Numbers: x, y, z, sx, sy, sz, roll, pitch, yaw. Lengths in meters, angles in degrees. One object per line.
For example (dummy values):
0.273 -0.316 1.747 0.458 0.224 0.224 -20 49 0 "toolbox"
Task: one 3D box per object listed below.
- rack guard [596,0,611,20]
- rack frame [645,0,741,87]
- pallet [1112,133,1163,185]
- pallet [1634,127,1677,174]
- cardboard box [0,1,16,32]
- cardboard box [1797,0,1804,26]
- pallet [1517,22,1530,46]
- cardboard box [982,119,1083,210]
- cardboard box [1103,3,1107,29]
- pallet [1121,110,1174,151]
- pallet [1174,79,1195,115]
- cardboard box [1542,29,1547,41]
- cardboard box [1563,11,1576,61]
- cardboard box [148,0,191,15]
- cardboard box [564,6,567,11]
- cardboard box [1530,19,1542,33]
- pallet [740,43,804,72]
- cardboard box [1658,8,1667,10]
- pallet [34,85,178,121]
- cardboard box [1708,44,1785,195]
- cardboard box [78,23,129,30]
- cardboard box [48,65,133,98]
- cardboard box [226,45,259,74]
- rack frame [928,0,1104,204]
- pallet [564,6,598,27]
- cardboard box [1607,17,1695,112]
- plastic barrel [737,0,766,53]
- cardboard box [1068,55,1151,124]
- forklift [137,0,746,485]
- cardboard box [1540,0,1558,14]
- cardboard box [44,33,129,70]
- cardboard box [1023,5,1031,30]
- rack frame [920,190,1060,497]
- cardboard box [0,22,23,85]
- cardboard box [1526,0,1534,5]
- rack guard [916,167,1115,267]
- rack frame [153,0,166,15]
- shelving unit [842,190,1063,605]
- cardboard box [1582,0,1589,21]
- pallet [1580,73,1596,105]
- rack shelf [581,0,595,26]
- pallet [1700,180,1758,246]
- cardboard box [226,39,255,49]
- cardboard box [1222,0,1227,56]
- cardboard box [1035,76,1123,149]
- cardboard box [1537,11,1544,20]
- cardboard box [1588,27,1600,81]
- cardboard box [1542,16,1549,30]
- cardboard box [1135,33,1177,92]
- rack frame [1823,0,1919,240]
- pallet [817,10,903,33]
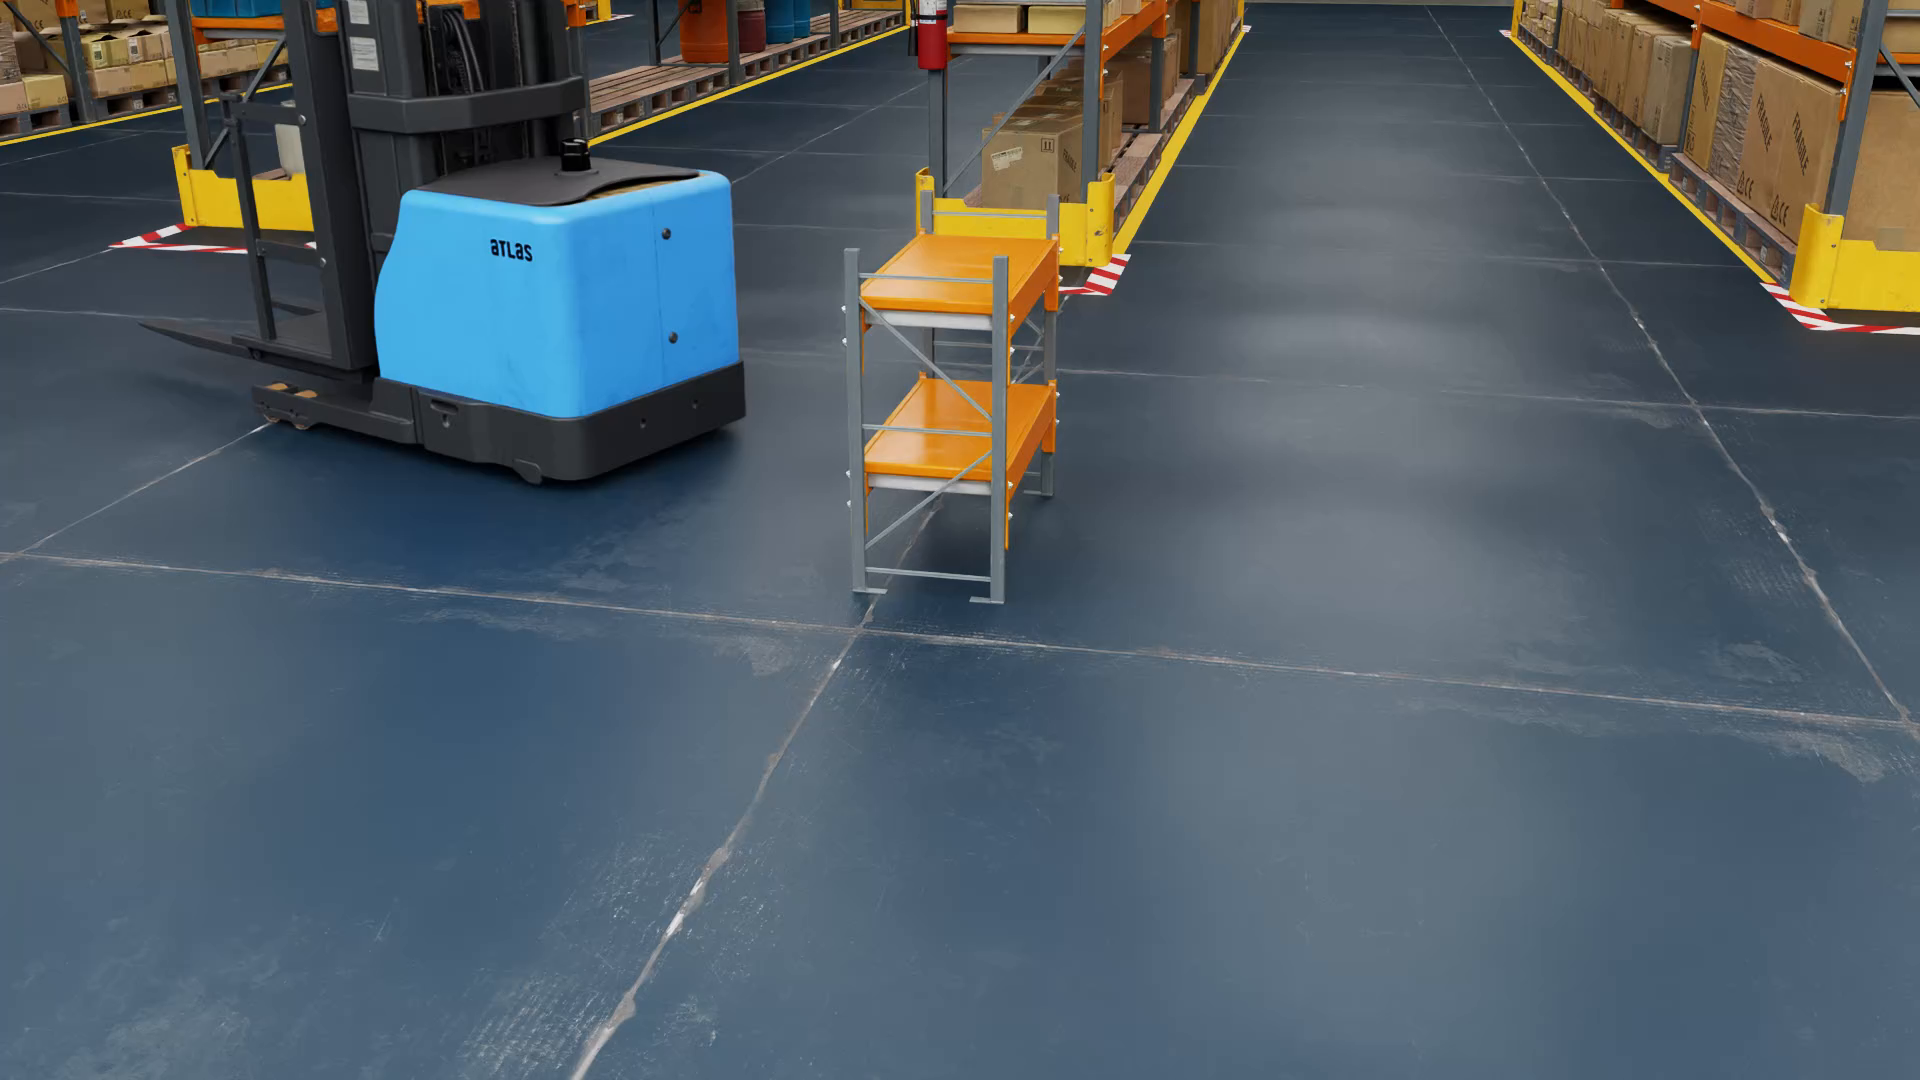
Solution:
-6.132 -8.508 26.310 1.175 0.500 0.348 4 22 11 "rack guard"
-2.901 -6.391 17.706 1.000 3.000 0.127 4 22 11 "rack frame"
1.029 -3.008 13.041 1.003 0.211 1.213 4 22 11 "pallet"
6.050 -3.130 13.342 1.003 0.211 1.213 4 22 11 "pallet"
-12.321 -6.602 20.547 0.750 0.750 0.750 4 22 10 "cardboard box"
5.510 -3.279 9.779 0.875 0.550 0.550 4 22 11 "cardboard box"
8.199 -6.908 22.724 1.003 0.211 1.213 4 22 11 "pallet"
0.459 -2.350 10.456 0.500 0.500 0.500 9 24 21 "cardboard box"
0.677 -3.147 9.988 0.380 0.149 0.250 4 22 11 "cardboard box"
1.289 -3.541 14.364 1.003 0.211 1.213 4 22 11 "pallet"
1.787 -4.434 16.580 1.003 0.211 1.213 4 22 11 "pallet"
7.471 -6.293 20.717 0.380 0.149 0.250 4 22 9 "cardboard box"
7.082 -5.652 18.657 0.500 0.500 0.500 5 23 13 "cardboard box"
-11.530 -7.910 24.262 0.700 0.500 0.500 5 22 12 "cardboard box"
-6.210 -8.061 24.946 0.500 0.250 0.500 4 22 11 "cardboard box"
7.724 -6.765 21.891 0.380 0.149 0.250 3 22 8 "cardboard box"
-2.530 -5.833 20.055 1.003 0.211 1.213 4 22 11 "pallet"
7.161 -5.215 16.567 0.500 0.250 0.500 3 22 8 "cardboard box"
-8.453 -4.286 16.212 1.003 0.211 1.213 4 22 11 "pallet"
5.590 -2.790 11.047 0.875 0.875 0.875 5 22 11 "cardboard box"
-8.559 -5.029 16.694 0.500 0.311 0.500 4 22 11 "cardboard box"
-8.241 -4.355 15.769 0.500 0.250 0.500 4 22 10 "cardboard box"
-7.825 -5.105 17.633 0.500 0.250 0.500 5 22 12 "cardboard box"
0.316 -3.087 9.504 1.000 3.000 0.127 4 22 11 "rack frame"
-6.294 -8.082 25.639 1.003 0.211 1.213 4 22 11 "pallet"
6.396 -4.213 14.749 1.050 0.750 0.750 5 22 12 "cardboard box"
-2.587 -6.060 19.551 0.600 0.588 0.708 4 22 11 "plastic barrel"
1.278 -3.818 14.075 0.700 0.500 0.500 3 22 7 "cardboard box"
-2.410 -1.971 6.825 3.031 2.935 1.130 14 26 30 "forklift"
7.568 -6.742 21.037 0.380 0.149 0.250 3 22 8 "cardboard box"
-8.237 -4.618 15.673 0.500 0.311 0.500 5 22 11 "cardboard box"
0.223 -3.182 10.076 0.380 0.149 0.250 4 22 11 "cardboard box"
0.105 -0.710 6.111 0.500 1.125 0.032 4 22 11 "rack frame"
-8.559 -4.206 14.395 0.500 0.500 0.500 4 22 11 "cardboard box"
7.861 -7.314 22.456 0.380 0.149 0.250 4 22 11 "cardboard box"
0.331 -1.956 10.040 1.175 0.500 0.348 4 22 11 "rack guard"
-11.783 -8.609 23.214 1.000 3.000 0.127 4 22 11 "rack frame"
0.001 -0.524 5.650 0.538 1.125 1.048 4 22 11 "shelving unit"
6.877 -5.621 17.576 0.500 0.250 0.500 5 22 12 "cardboard box"
6.944 -4.590 16.968 1.003 0.211 1.213 4 22 11 "pallet"
-3.309 -5.325 16.024 1.077 0.370 4.000 4 22 11 "rack shelf"
5.488 -2.122 10.840 1.003 0.211 1.213 4 22 11 "pallet"
-7.820 -5.364 17.524 0.500 0.311 0.500 4 22 11 "cardboard box"
2.472 -6.123 19.323 1.225 0.875 0.875 4 22 9 "cardboard box"
0.901 -3.232 12.648 0.500 0.500 0.500 12 25 28 "cardboard box"
7.863 -6.980 22.026 0.380 0.149 0.250 3 22 8 "cardboard box"
6.661 -4.894 16.774 0.500 0.500 0.500 4 22 11 "cardboard box"
7.433 -6.410 20.610 0.380 0.149 0.250 4 22 9 "cardboard box"
1.730 -4.607 16.035 0.700 0.500 0.500 3 22 6 "cardboard box"
5.151 -2.672 8.473 1.000 3.000 0.127 4 22 11 "rack frame"
-1.475 -7.724 24.750 1.003 0.211 1.213 4 22 11 "pallet"
